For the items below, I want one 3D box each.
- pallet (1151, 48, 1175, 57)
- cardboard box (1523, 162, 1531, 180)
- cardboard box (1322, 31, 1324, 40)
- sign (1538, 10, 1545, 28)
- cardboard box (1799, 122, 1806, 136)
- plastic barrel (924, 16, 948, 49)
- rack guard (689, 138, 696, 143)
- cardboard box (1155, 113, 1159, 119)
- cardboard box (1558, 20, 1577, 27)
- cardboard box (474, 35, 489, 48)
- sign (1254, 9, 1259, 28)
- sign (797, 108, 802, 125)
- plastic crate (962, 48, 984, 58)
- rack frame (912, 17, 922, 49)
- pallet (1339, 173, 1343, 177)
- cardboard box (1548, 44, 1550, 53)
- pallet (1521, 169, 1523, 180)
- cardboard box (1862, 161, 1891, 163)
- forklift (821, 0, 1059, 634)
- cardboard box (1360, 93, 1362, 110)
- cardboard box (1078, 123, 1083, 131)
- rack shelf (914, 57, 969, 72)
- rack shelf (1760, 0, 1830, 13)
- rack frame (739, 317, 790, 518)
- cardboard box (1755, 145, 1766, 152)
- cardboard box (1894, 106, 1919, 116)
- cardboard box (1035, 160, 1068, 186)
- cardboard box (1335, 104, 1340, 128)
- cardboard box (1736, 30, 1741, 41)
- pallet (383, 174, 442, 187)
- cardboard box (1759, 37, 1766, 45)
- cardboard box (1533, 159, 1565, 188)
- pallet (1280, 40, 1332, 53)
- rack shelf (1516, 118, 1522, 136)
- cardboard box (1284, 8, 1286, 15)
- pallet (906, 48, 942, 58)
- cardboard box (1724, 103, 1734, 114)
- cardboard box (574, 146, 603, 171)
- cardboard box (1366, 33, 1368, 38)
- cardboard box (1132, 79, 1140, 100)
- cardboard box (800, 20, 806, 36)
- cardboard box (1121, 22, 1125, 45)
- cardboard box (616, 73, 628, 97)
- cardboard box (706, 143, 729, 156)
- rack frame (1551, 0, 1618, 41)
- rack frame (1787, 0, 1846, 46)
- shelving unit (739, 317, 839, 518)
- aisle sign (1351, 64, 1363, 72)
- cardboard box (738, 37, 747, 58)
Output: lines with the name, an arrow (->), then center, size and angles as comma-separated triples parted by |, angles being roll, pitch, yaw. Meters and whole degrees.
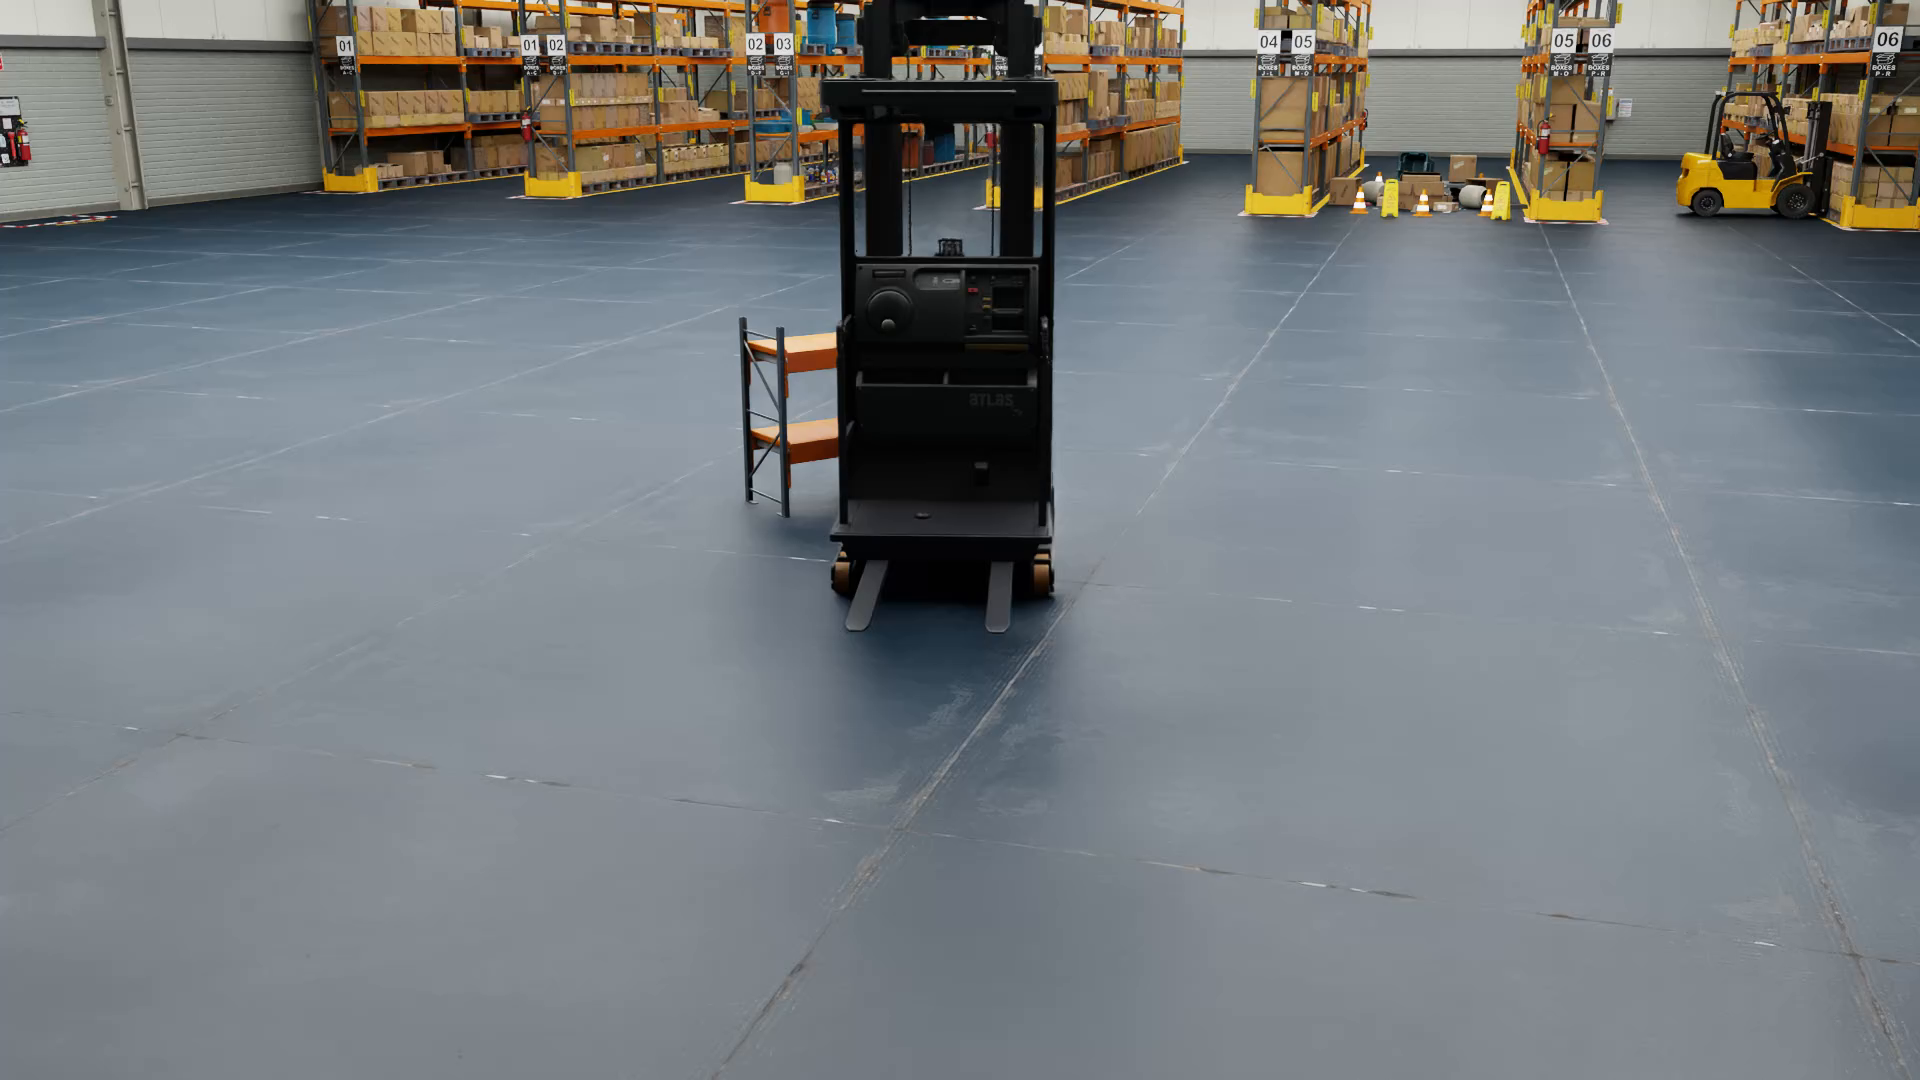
pallet -> 5.077, -12.889, 43.940 | 1.003, 0.211, 1.213 | 5, 16, 16
cardboard box -> 12.680, -7.933, 35.847 | 0.950, 0.372, 0.625 | 3, 16, 12
cardboard box -> 6.566, -9.374, 30.892 | 0.380, 0.149, 0.250 | 5, 16, 15
sign -> 11.180, -10.019, 31.990 | 0.100, 0.325, 0.005 | 5, 16, 16
cardboard box -> 16.503, -7.924, 32.044 | 0.500, 0.250, 0.500 | 5, 16, 16
plastic barrel -> -0.602, -12.769, 41.667 | 0.600, 0.901, 0.708 | 5, 16, 16
rack guard -> -8.618, -11.960, 50.579 | 1.175, 0.500, 0.348 | 5, 16, 16
cardboard box -> 4.889, -10.888, 42.680 | 0.380, 0.149, 0.250 | 5, 16, 16
cardboard box -> 10.390, -8.867, 28.594 | 0.380, 0.149, 0.250 | 5, 17, 16
cardboard box -> -11.628, -11.917, 39.743 | 0.500, 0.311, 0.500 | 5, 17, 18
sign -> 5.286, -9.283, 29.588 | 0.100, 0.325, 0.005 | 5, 16, 16
sign -> -3.147, -8.291, 32.557 | 0.100, 0.325, 0.005 | 5, 16, 16
plastic crate -> 0.353, -13.025, 44.497 | 0.497, 0.269, 0.590 | 5, 16, 16
rack frame -> -1.400, -13.181, 39.310 | 1.000, 3.000, 0.127 | 5, 16, 16
pallet -> 8.299, -8.363, 38.426 | 1.003, 0.211, 1.213 | 5, 16, 16
cardboard box -> 10.449, -8.554, 28.955 | 0.380, 0.149, 0.250 | 5, 17, 16
pallet -> 13.840, -8.640, 39.402 | 1.003, 0.211, 1.213 | 5, 16, 16
cardboard box -> 16.098, -6.531, 29.296 | 0.500, 0.250, 0.500 | 4, 16, 15
forklift -> -0.074, -1.216, 8.244 | 1.130, 2.935, 3.031 | 1, 16, 3
cardboard box -> 10.030, -11.249, 42.764 | 0.500, 0.500, 0.500 | 5, 17, 19
cardboard box -> 2.353, -8.600, 34.612 | 0.380, 0.149, 0.250 | 5, 16, 16
rack shelf -> -0.832, -11.915, 41.662 | 1.077, 0.370, 4.000 | 5, 16, 16
rack shelf -> 18.179, -11.629, 35.890 | 1.077, 0.370, 4.000 | 5, 16, 16
rack frame -> -1.158, -0.728, 9.836 | 0.032, 1.125, 0.500 | -11, 19, -33
cardboard box -> 18.323, -8.897, 37.821 | 0.380, 0.149, 0.250 | 4, 16, 13
cardboard box -> 15.682, -7.094, 27.472 | 0.380, 0.149, 0.250 | 4, 16, 14
cardboard box -> 1.905, -7.612, 34.480 | 0.500, 0.500, 0.500 | 11, 19, 33
cardboard box -> 7.920, -9.148, 35.901 | 0.500, 0.500, 0.500 | 4, 16, 15
cardboard box -> 19.354, -12.378, 40.788 | 0.500, 0.250, 0.500 | 5, 16, 15
pallet -> -12.537, -8.176, 37.770 | 1.003, 0.211, 1.213 | 5, 16, 16
cardboard box -> 18.042, -11.131, 37.088 | 0.380, 0.149, 0.250 | 5, 17, 17
cardboard box -> 10.699, -6.656, 30.194 | 0.500, 0.500, 0.500 | 5, 17, 18
pallet -> 6.696, -9.640, 32.486 | 1.003, 0.211, 1.213 | 5, 16, 16
rack shelf -> 14.555, -10.366, 41.697 | 1.077, 0.370, 4.000 | 5, 16, 16
cardboard box -> 5.718, -9.609, 30.261 | 0.380, 0.149, 0.250 | 5, 17, 17
pallet -> -1.089, -11.840, 40.423 | 1.003, 0.211, 1.213 | 5, 16, 16
cardboard box -> 19.497, -10.825, 41.725 | 0.500, 0.250, 0.500 | 5, 17, 16
cardboard box -> -7.916, -8.081, 35.218 | 0.500, 0.500, 0.500 | 5, 16, 16
cardboard box -> 10.536, -13.286, 43.805 | 0.380, 0.149, 0.250 | 4, 16, 15
cardboard box -> 3.944, -10.978, 40.514 | 0.797, 0.503, 0.637 | 5, 17, 18
cardboard box -> -4.632, -13.949, 45.497 | 0.700, 0.500, 0.500 | 5, 16, 16
cardboard box -> 3.453, -11.498, 37.774 | 0.500, 0.500, 0.500 | 5, 17, 17
cardboard box -> -7.690, -9.926, 36.266 | 0.700, 0.500, 0.500 | 5, 16, 16
cardboard box -> -6.061, -9.673, 41.177 | 0.500, 0.311, 0.500 | 5, 17, 17
rack frame -> 10.577, -9.935, 27.867 | 1.000, 3.000, 0.127 | 5, 16, 16
rack frame -> 17.610, -11.645, 33.892 | 1.000, 3.000, 0.127 | 5, 16, 16
shelving unit -> -0.741, -0.808, 10.115 | 1.048, 1.125, 0.538 | -11, 19, -33
aisle sign -> 10.657, -12.839, 44.334 | 0.394, 0.787, 0.004 | 5, 16, 16
cardboard box -> -5.911, -12.421, 41.945 | 0.910, 0.500, 0.500 | 5, 16, 16
